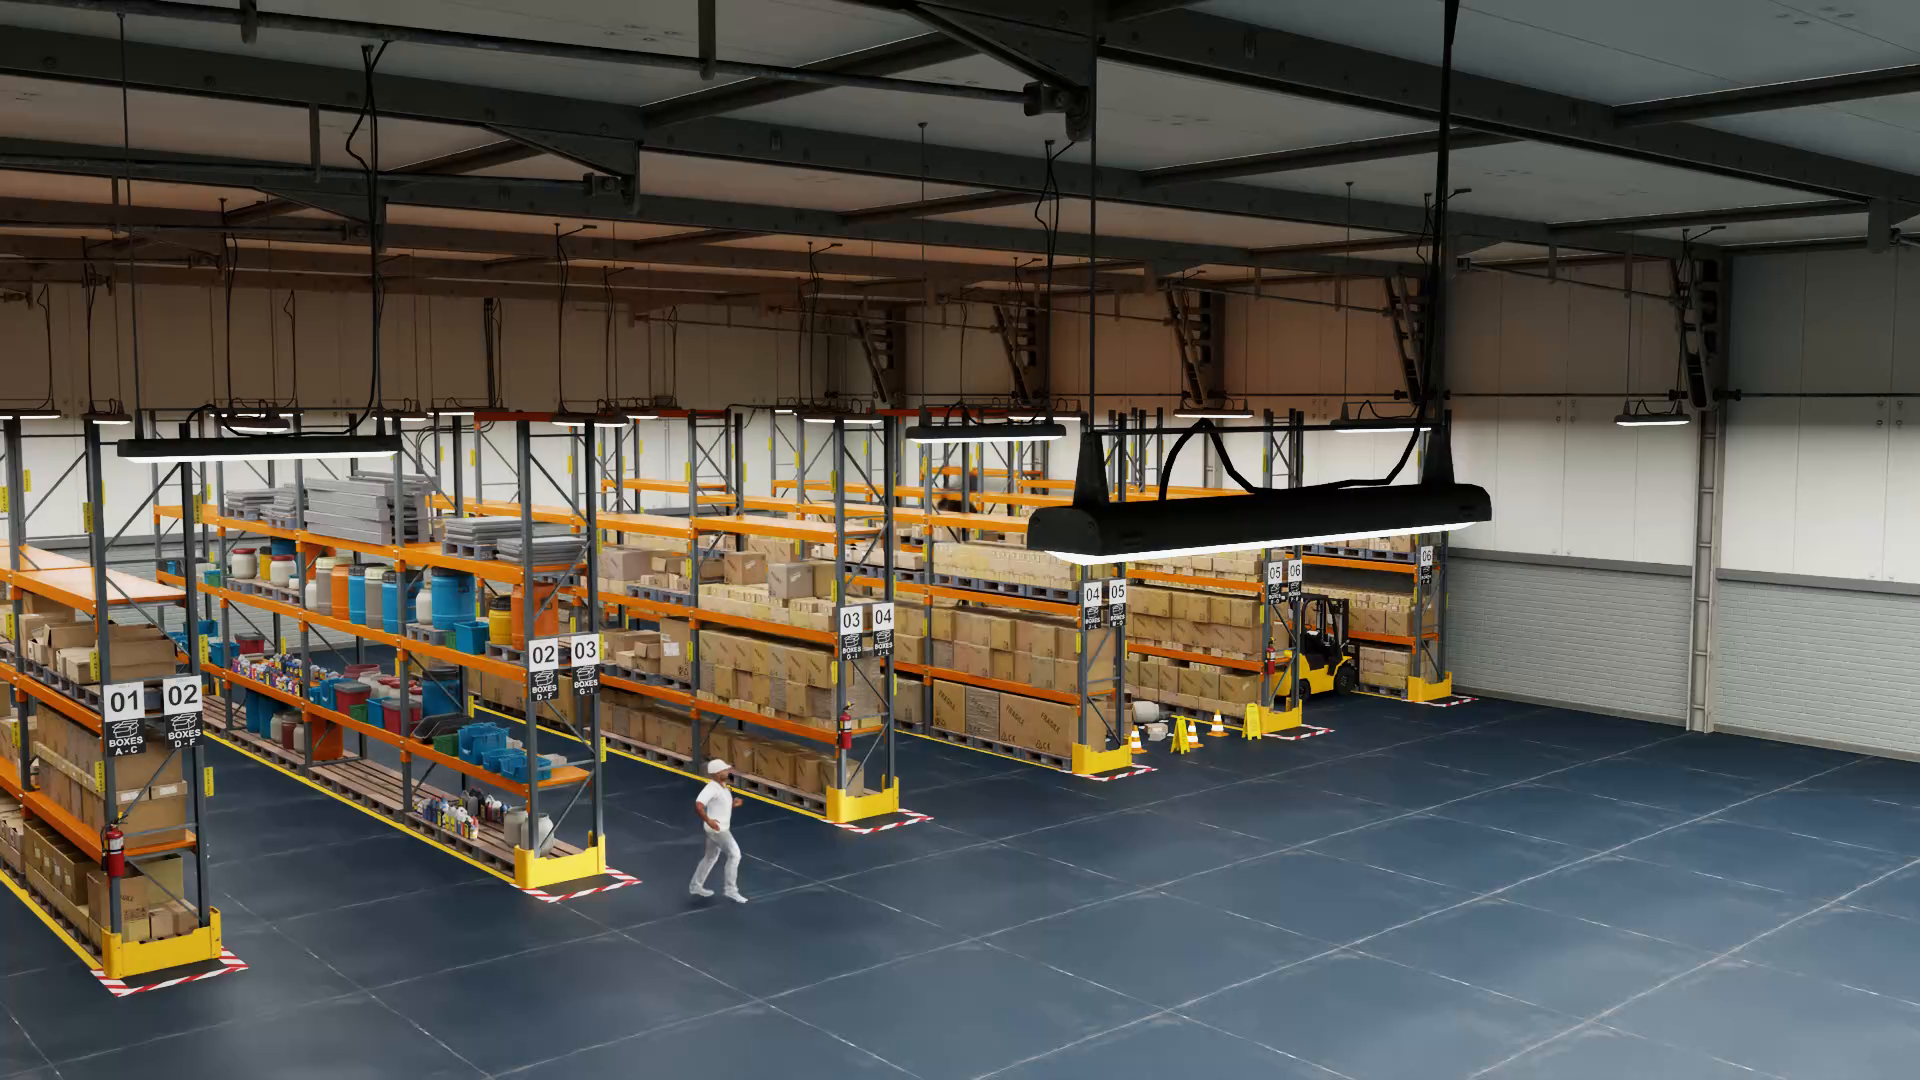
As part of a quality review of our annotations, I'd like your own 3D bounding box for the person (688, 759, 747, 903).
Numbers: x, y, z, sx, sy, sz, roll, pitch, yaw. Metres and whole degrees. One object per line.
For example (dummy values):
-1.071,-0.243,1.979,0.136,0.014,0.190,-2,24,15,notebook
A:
-3.018,3.628,20.703,0.737,1.817,0.687,-1,5,-10,person
